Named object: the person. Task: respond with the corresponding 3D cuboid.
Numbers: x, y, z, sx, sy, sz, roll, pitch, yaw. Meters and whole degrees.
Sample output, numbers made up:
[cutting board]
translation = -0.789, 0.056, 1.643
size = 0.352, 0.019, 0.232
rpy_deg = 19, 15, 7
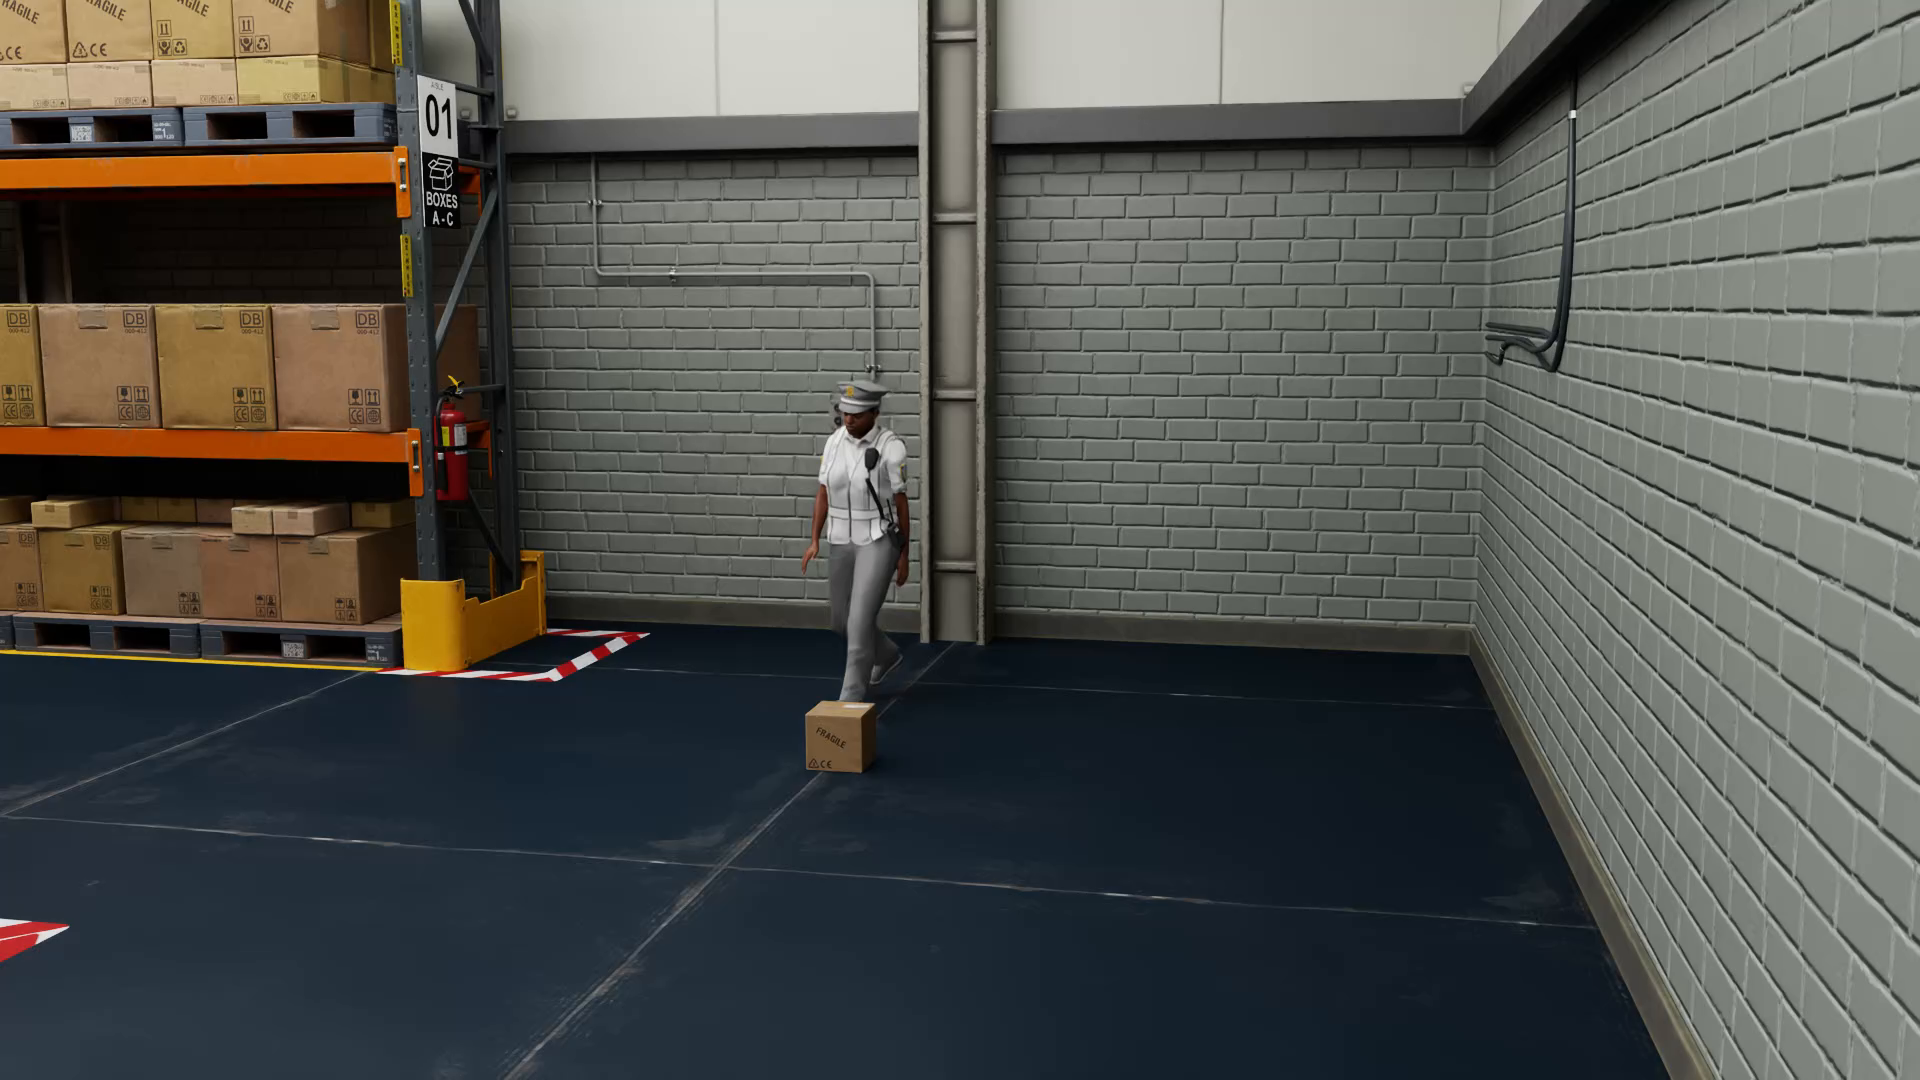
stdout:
[person]
translation = -0.460, 0.034, 8.057
size = 0.461, 1.614, 0.894
rpy_deg = 5, 9, 30
